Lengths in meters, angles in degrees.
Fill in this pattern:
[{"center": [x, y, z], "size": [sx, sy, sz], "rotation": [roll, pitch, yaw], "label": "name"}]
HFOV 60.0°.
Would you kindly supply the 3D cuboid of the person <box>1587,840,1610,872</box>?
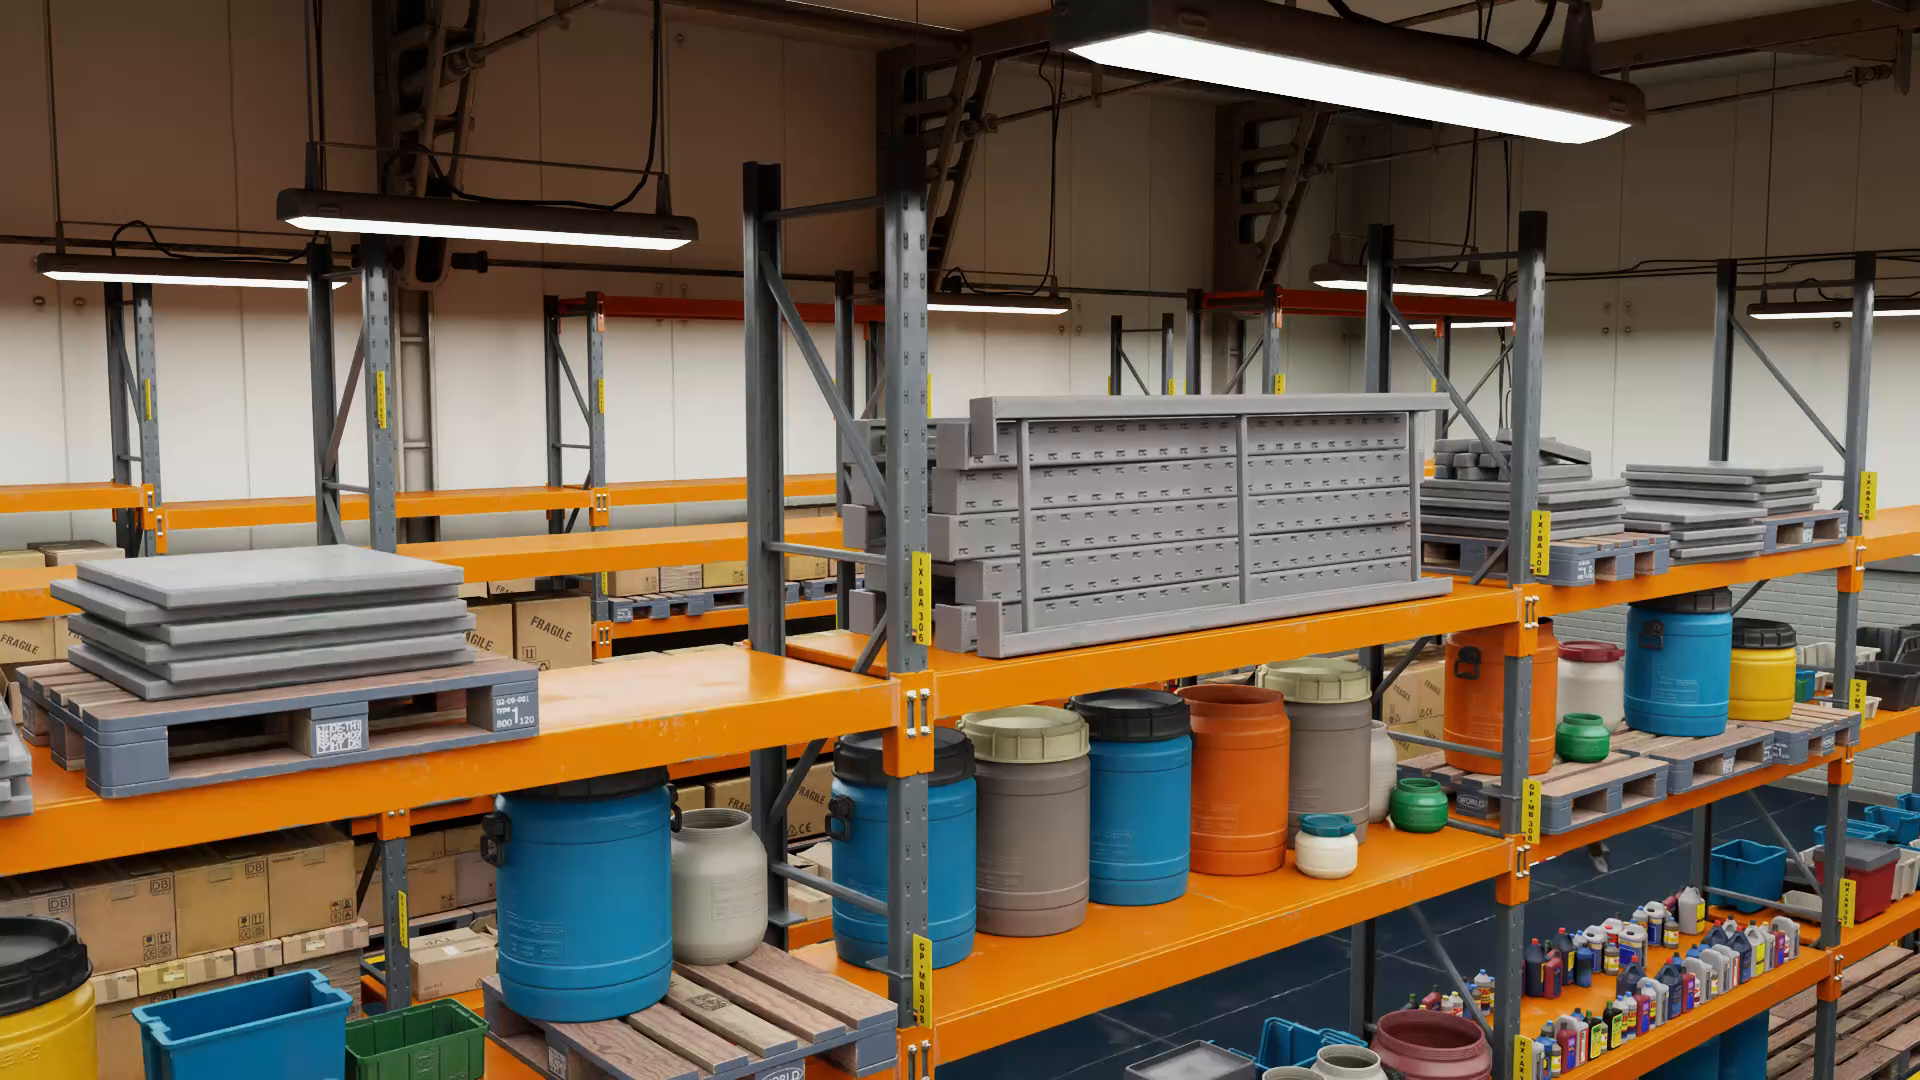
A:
[{"center": [6.673, 2.591, 17.792], "size": [0.766, 1.836, 0.792], "rotation": [0, 6, -5], "label": "person"}]
